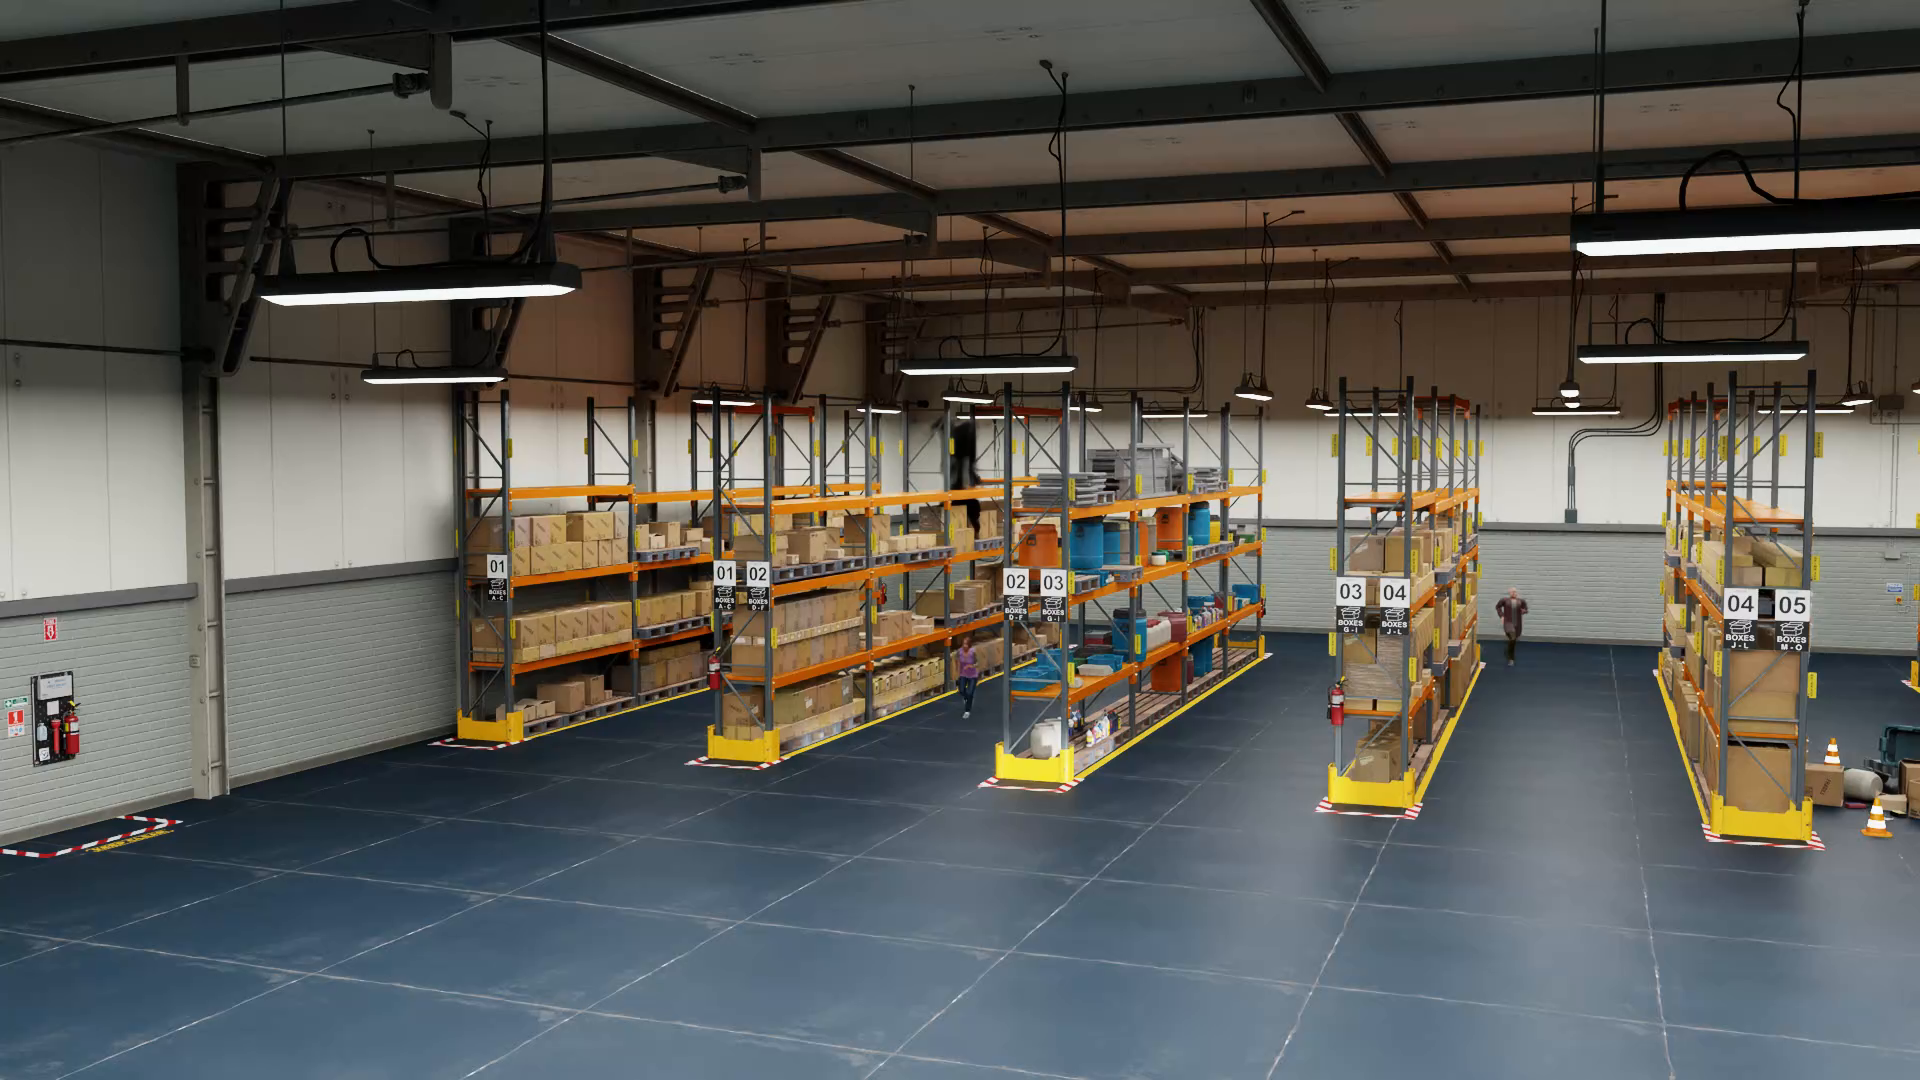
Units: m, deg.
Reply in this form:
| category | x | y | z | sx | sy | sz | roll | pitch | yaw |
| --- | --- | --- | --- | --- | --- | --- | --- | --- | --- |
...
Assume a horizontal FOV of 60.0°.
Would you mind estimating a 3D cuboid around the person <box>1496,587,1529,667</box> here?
| category | x | y | z | sx | sy | sz | roll | pitch | yaw |
| --- | --- | --- | --- | --- | --- | --- | --- | --- | --- |
| person | 12.804 | 2.013 | 38.476 | 0.665 | 1.857 | 0.822 | 0 | 3 | -2 |

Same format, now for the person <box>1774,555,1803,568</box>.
| category | x | y | z | sx | sy | sz | roll | pitch | yaw |
| --- | --- | --- | --- | --- | --- | --- | --- | --- | --- |
| person | 16.128 | 1.706 | 27.099 | 8.795 | 3.595 | 12.930 | 1 | 3 | 11 |

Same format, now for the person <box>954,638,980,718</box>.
| category | x | y | z | sx | sy | sz | roll | pitch | yaw |
| --- | --- | --- | --- | --- | --- | --- | --- | --- | --- |
| person | 0.116 | 2.553 | 30.781 | 0.525 | 1.526 | 0.667 | 0 | 3 | 8 |
